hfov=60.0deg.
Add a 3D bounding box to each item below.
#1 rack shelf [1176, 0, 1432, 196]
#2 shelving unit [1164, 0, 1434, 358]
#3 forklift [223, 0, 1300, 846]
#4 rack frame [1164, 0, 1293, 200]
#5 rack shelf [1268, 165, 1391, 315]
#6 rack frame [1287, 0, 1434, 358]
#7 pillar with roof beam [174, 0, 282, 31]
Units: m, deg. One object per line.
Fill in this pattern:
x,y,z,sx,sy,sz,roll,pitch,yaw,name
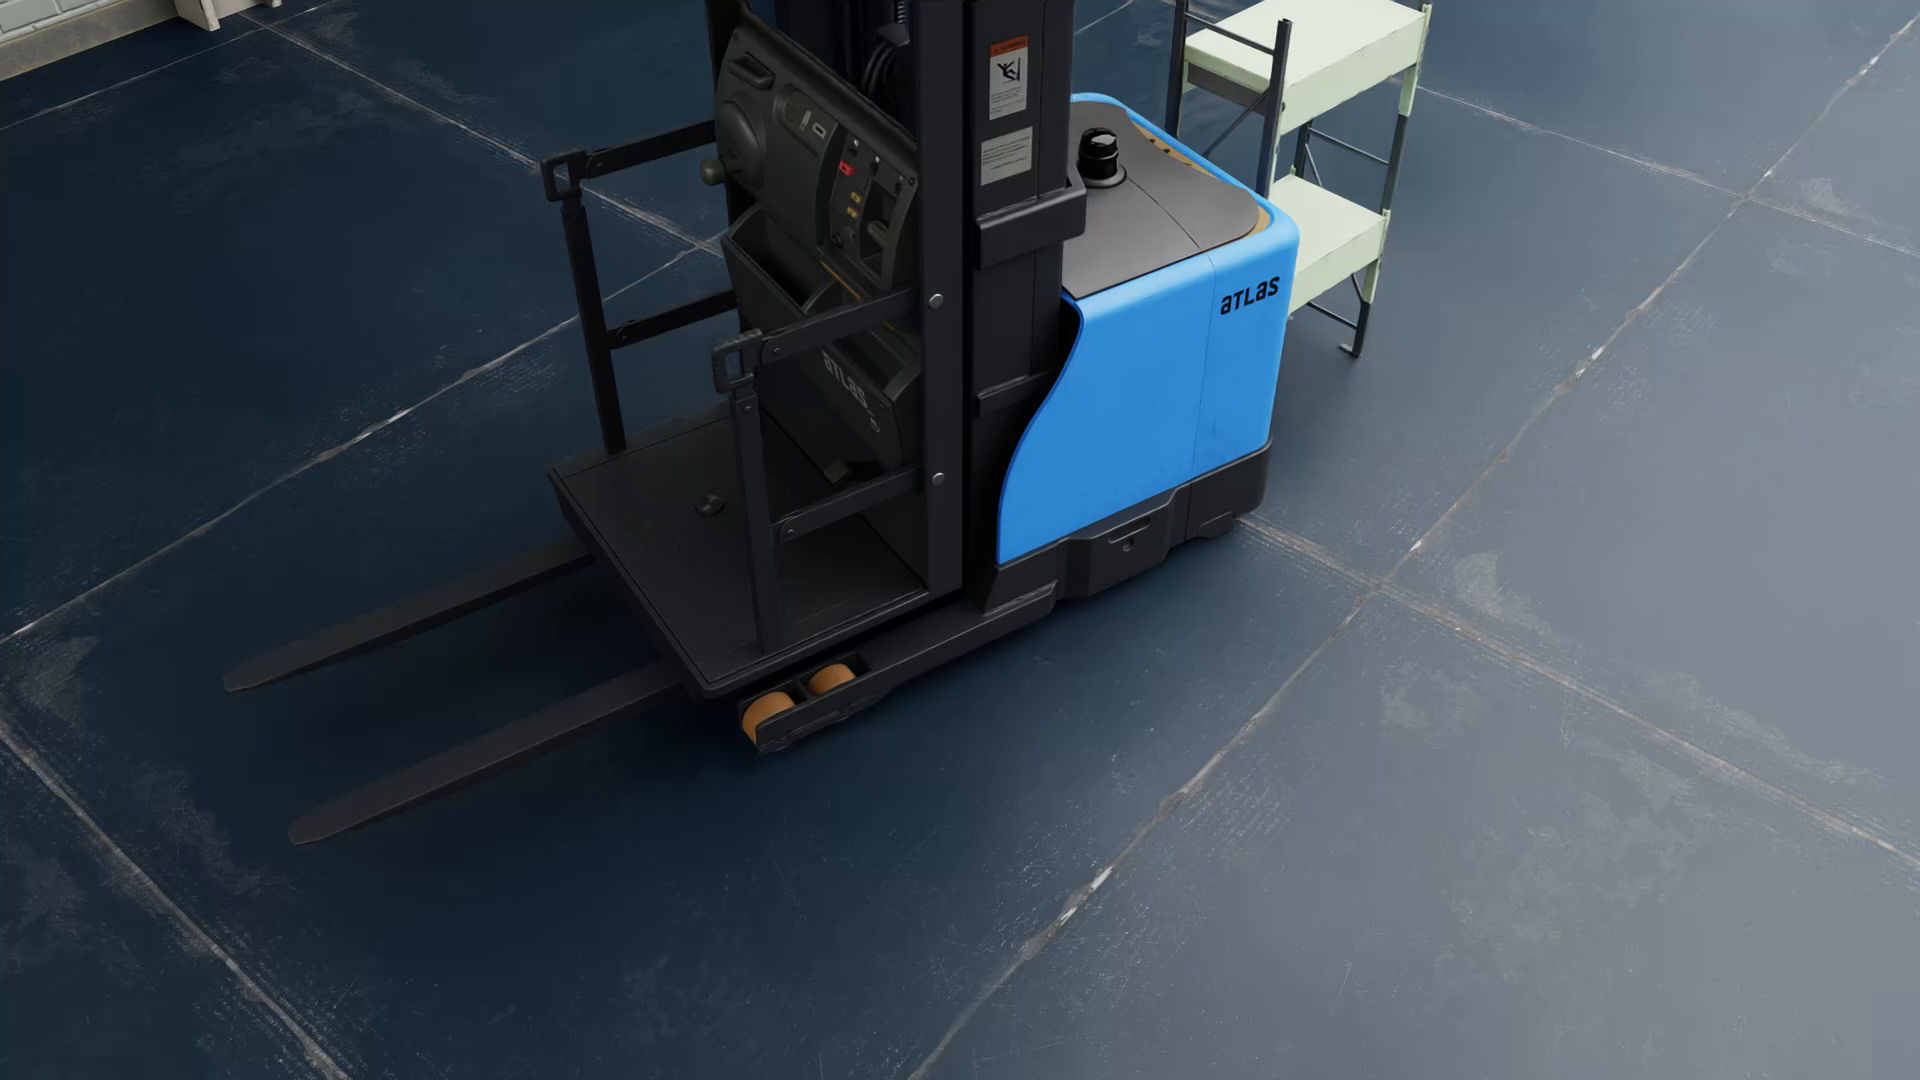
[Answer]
1.039,-1.430,5.128,0.720,0.370,0.431,-33,52,-31,rack shelf
1.039,-1.141,5.390,0.755,1.500,0.431,-33,52,-31,shelving unit
-0.547,-0.907,4.069,3.031,2.935,1.130,-23,47,-24,forklift
0.775,-0.971,5.203,0.023,1.500,0.400,-33,52,-31,rack frame
1.039,-0.900,5.610,0.720,0.370,0.431,-33,52,-31,rack shelf
1.304,-1.311,5.578,0.023,1.500,0.400,-33,52,-31,rack frame
-0.263,-4.053,3.018,9.100,9.000,0.400,29,50,28,pillar with roof beam
